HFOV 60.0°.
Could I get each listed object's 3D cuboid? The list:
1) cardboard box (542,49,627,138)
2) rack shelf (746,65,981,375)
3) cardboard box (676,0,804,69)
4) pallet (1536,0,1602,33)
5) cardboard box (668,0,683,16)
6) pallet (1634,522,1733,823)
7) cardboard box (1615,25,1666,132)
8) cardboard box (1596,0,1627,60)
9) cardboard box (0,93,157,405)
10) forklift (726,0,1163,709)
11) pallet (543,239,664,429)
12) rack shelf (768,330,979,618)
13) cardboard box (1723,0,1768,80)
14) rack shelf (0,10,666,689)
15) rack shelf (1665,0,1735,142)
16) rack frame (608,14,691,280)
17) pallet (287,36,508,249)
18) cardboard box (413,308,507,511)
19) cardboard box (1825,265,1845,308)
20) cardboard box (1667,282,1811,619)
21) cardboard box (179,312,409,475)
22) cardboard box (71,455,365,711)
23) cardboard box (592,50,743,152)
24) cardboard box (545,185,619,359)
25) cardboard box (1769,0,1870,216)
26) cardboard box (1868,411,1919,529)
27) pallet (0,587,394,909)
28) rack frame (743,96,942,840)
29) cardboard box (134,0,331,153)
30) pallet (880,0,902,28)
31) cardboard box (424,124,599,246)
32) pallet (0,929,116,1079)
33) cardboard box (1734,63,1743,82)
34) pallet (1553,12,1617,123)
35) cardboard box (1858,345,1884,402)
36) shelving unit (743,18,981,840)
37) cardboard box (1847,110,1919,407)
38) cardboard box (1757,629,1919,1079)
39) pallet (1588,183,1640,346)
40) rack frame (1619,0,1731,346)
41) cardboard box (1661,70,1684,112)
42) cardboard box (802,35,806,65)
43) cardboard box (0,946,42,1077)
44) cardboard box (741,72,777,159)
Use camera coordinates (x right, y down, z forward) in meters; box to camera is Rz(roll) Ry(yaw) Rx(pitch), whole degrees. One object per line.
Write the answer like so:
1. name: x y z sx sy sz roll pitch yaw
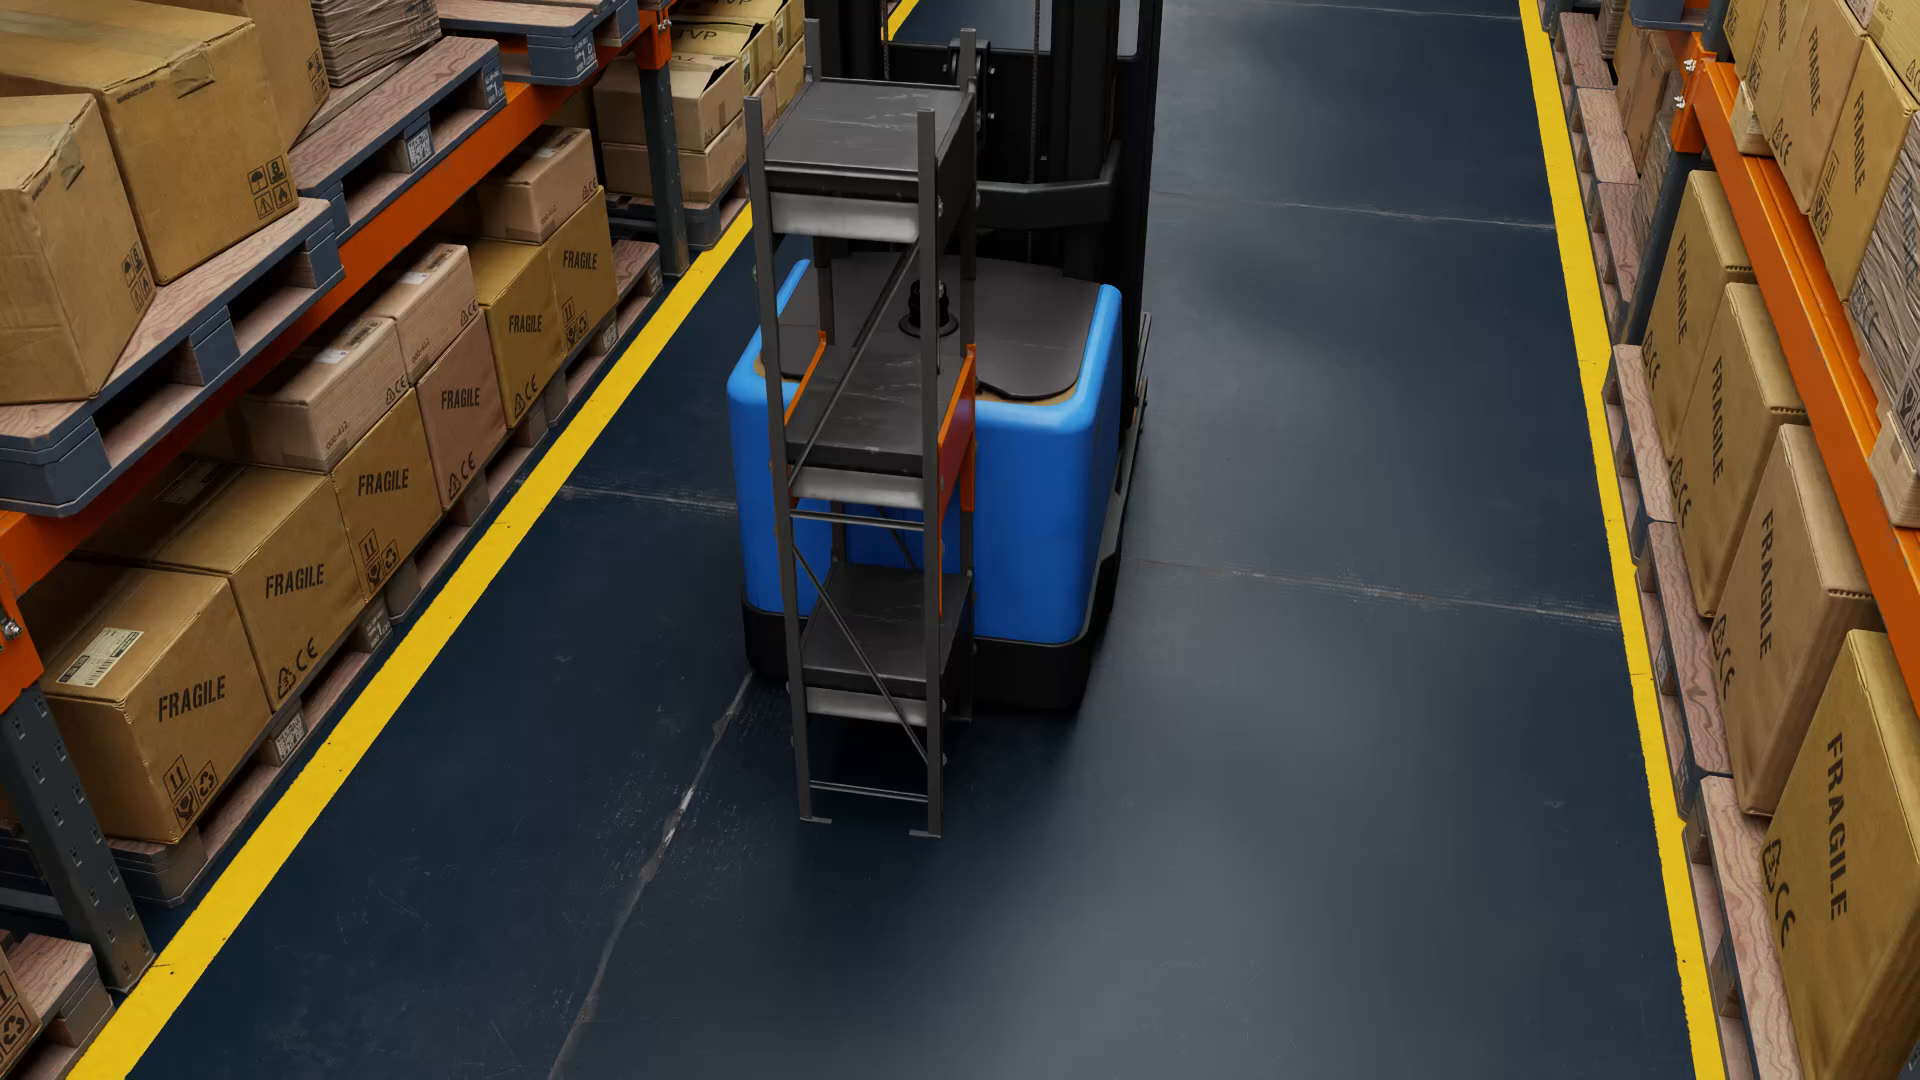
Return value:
1. cardboard box: -1.836 -2.077 7.567 0.500 0.311 0.500 8 37 11
2. rack shelf: -0.205 -0.740 3.813 0.431 0.518 0.480 6 36 8
3. cardboard box: -1.093 -2.604 8.294 0.500 0.311 0.500 6 36 9
4. pallet: 4.097 -3.397 10.257 1.003 0.211 1.213 7 37 10
5. cardboard box: -1.620 -2.665 8.378 0.500 0.311 0.500 7 37 10
6. pallet: 2.629 0.425 4.983 1.003 0.211 1.213 7 37 10
7. cardboard box: 3.637 -2.289 8.107 0.700 0.500 0.500 8 37 10
8. cardboard box: 3.847 -2.879 8.921 0.700 0.500 0.500 9 37 12
9. cardboard box: -2.242 -0.623 3.611 0.700 0.500 0.500 -4 36 -6
10. forklift: 0.112 -1.546 5.385 1.130 2.935 3.031 6 36 8
11. pallet: -1.903 -0.910 6.826 1.003 0.211 1.213 7 37 10
12. rack shelf: -0.205 -0.174 4.224 0.431 0.518 0.480 6 36 8
13. cardboard box: 2.780 -1.766 5.275 0.500 0.500 0.500 8 37 11
14. rack shelf: -2.134 -1.024 5.220 1.077 0.370 4.000 7 37 10
15. rack shelf: 3.560 -2.699 7.531 1.077 0.370 4.000 7 37 10
16. rack frame: -1.707 -2.462 6.591 1.000 3.000 0.127 7 37 10
17. pallet: -2.118 -1.269 5.109 1.003 0.211 1.213 7 37 10
18. cardboard box: -1.894 -0.464 5.590 0.500 0.500 0.500 6 36 8
19. cardboard box: 2.520 -0.709 4.370 0.380 0.149 0.250 8 37 10
20. cardboard box: 2.655 -0.237 4.994 0.750 0.750 0.750 7 37 10
21. cardboard box: -2.006 -0.459 4.943 0.500 0.250 0.500 7 37 10
22. cardboard box: -2.117 0.111 4.796 0.500 0.500 0.500 8 37 11
23. cardboard box: -1.308 -2.010 7.474 0.500 0.311 0.500 9 37 12
24. cardboard box: -1.677 -1.063 6.415 0.500 0.500 0.500 9 37 12
25. cardboard box: 2.552 -1.183 4.470 0.500 0.500 0.500 7 37 10
26. cardboard box: 2.204 -0.135 3.578 0.380 0.149 0.250 7 37 10
27. pallet: -2.424 0.489 4.896 1.003 0.211 1.213 7 37 10
28. rack frame: -0.249 -0.044 4.021 0.400 2.100 0.015 6 36 8
29. cardboard box: -2.244 -1.400 4.683 0.700 0.500 0.500 -1 36 -2
30. pallet: -0.972 -3.199 9.984 1.003 0.211 1.213 7 37 10
31. cardboard box: -1.685 -1.334 6.150 0.500 0.250 0.500 9 37 12
32. pallet: -2.709 1.354 3.703 1.003 0.211 1.213 7 37 10
33. cardboard box: 2.837 -1.590 5.585 0.380 0.149 0.250 7 36 9
34. pallet: 3.823 -2.561 9.104 1.003 0.211 1.213 7 37 10
35. cardboard box: 2.389 -0.409 3.955 0.380 0.149 0.250 6 36 9
36. shelving unit: -0.205 -0.185 4.216 0.431 2.100 0.503 6 36 8
37. cardboard box: 2.346 -0.596 3.661 0.500 0.500 0.500 7 37 10
38. cardboard box: 2.291 0.761 3.618 0.750 0.750 0.750 8 37 11
39. pallet: 3.302 -1.162 7.174 1.003 0.211 1.213 7 37 10
40. rack frame: 3.133 -1.844 5.738 1.000 3.000 0.127 7 37 10
41. cardboard box: 3.460 -1.710 7.308 0.700 0.500 0.500 7 37 10
42. cardboard box: -0.987 -2.663 8.854 0.500 0.250 0.500 8 37 11
43. cardboard box: -2.406 1.027 3.532 0.500 0.500 0.500 7 37 10
44. cardboard box: -1.202 -2.071 8.036 0.500 0.250 0.500 6 36 9
